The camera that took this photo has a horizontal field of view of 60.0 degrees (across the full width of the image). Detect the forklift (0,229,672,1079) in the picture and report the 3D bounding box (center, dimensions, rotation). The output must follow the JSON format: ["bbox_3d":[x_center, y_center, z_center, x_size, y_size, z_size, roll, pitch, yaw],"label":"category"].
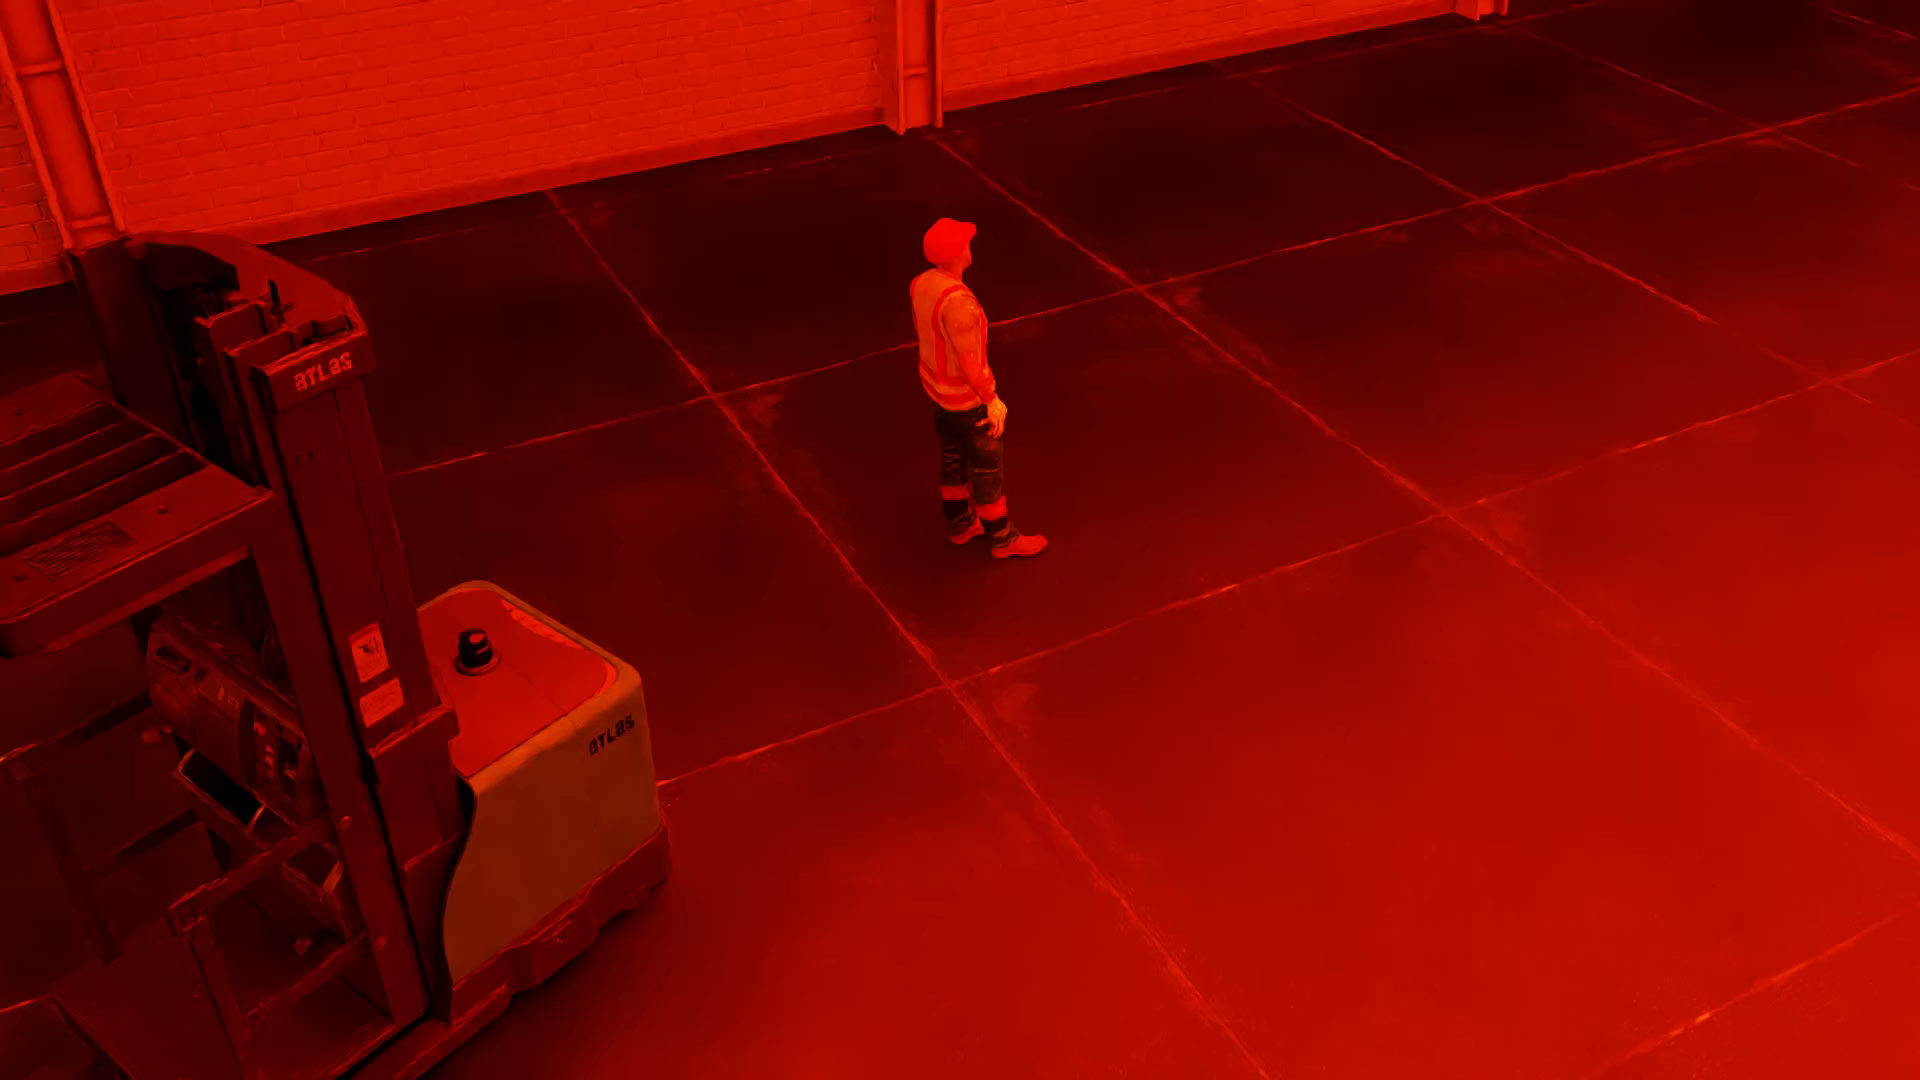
[{"bbox_3d":[-2.478,0.651,5.203,1.130,2.935,3.031,25,42,31],"label":"forklift"}]

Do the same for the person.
[{"bbox_3d":[0.076,-0.753,8.165,0.563,1.787,0.637,-17,39,-23],"label":"person"}]
